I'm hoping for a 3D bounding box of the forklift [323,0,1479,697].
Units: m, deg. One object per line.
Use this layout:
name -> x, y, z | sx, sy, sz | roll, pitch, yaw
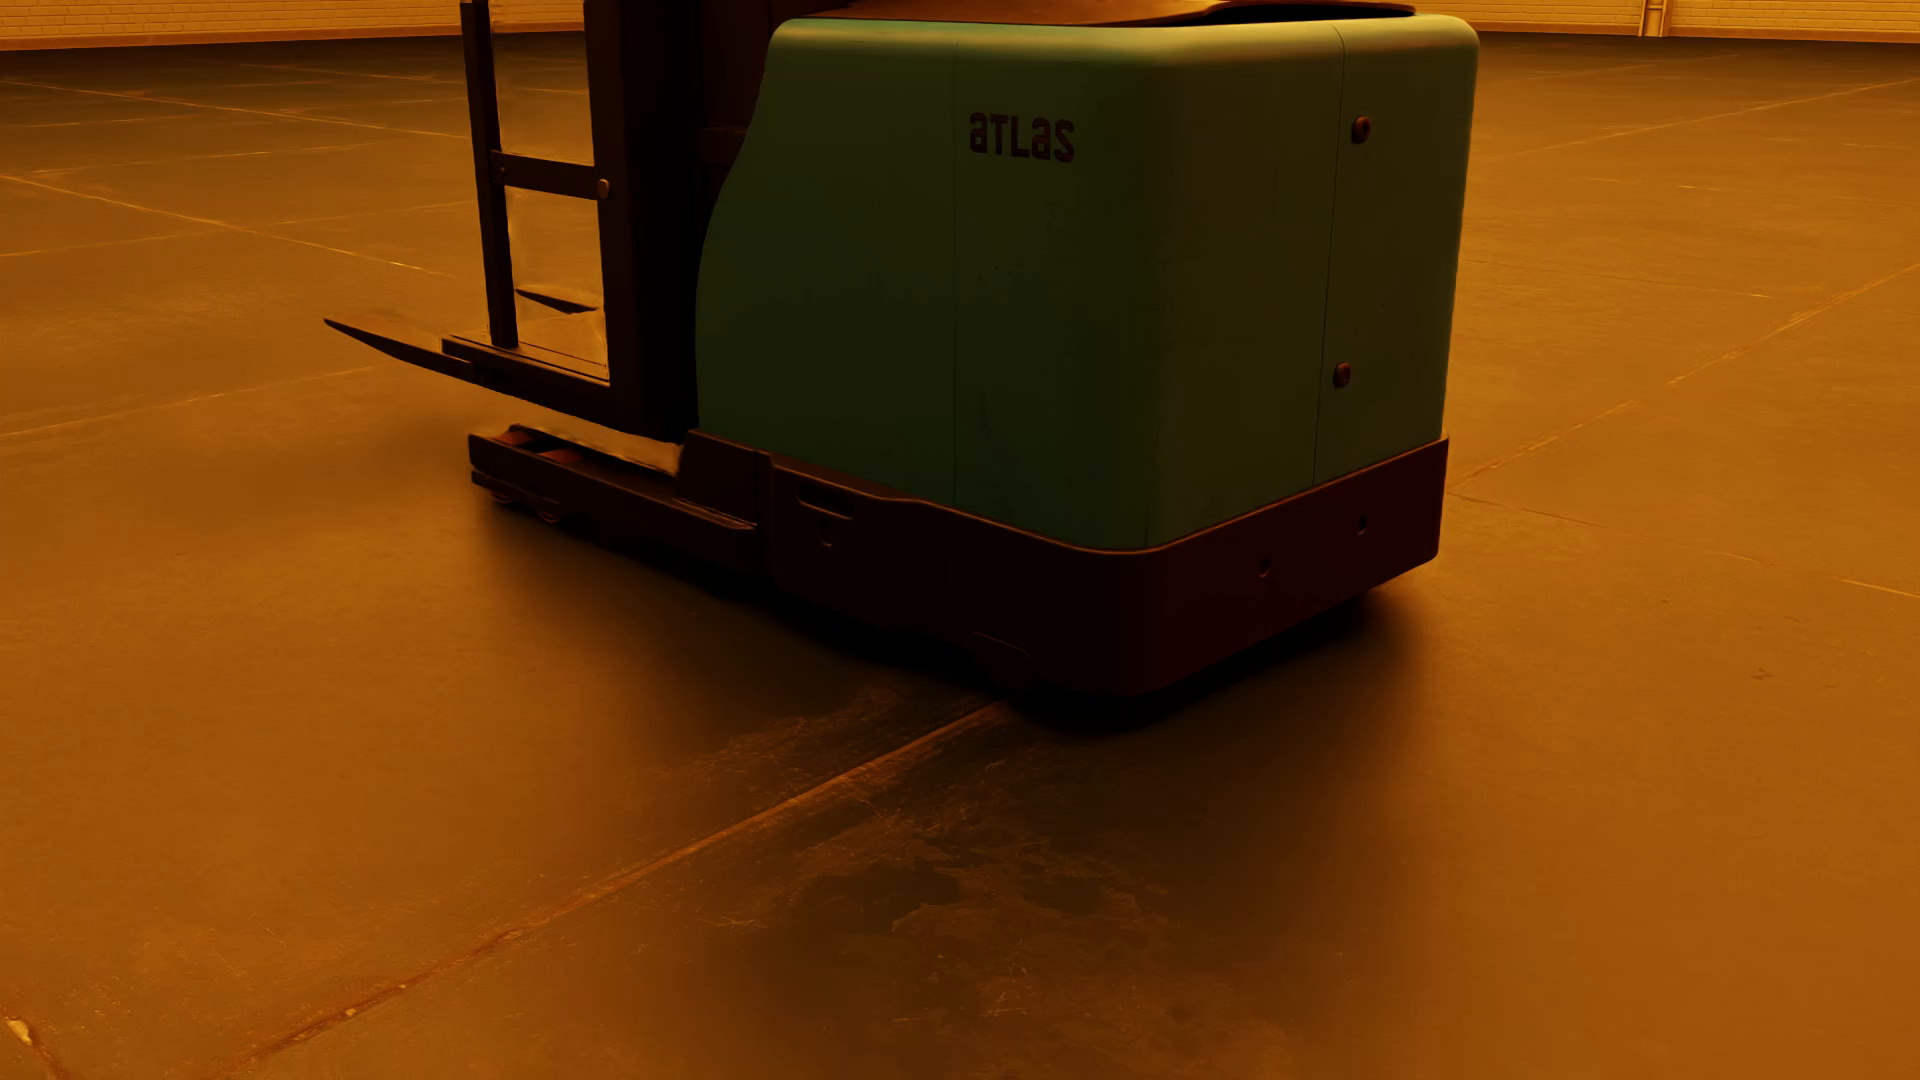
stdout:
forklift -> -0.468, -1.526, 3.466 | 3.031, 2.935, 1.130 | 18, 26, 41
